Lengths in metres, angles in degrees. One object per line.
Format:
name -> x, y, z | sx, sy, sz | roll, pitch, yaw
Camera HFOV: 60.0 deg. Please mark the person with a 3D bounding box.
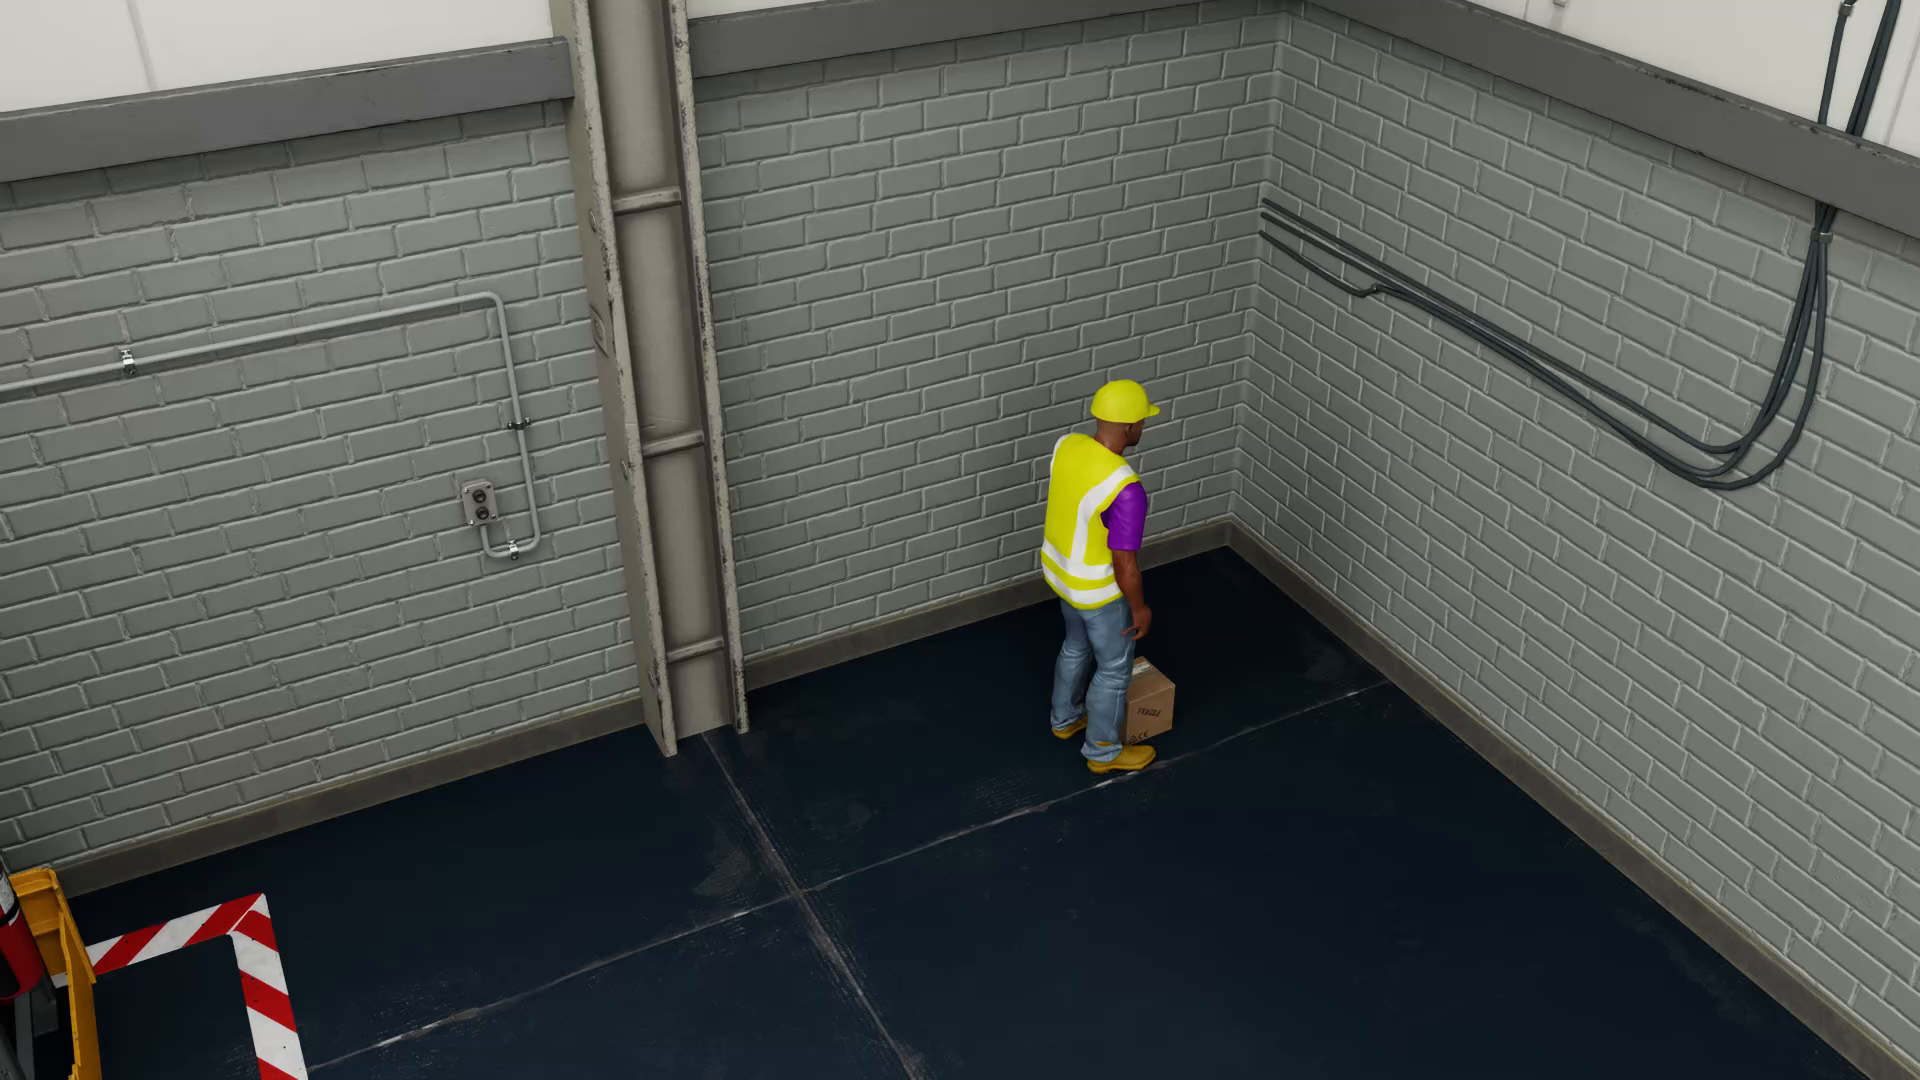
person -> 0.583, 0.150, 6.890 | 0.460, 1.760, 0.627 | -16, 36, -23
